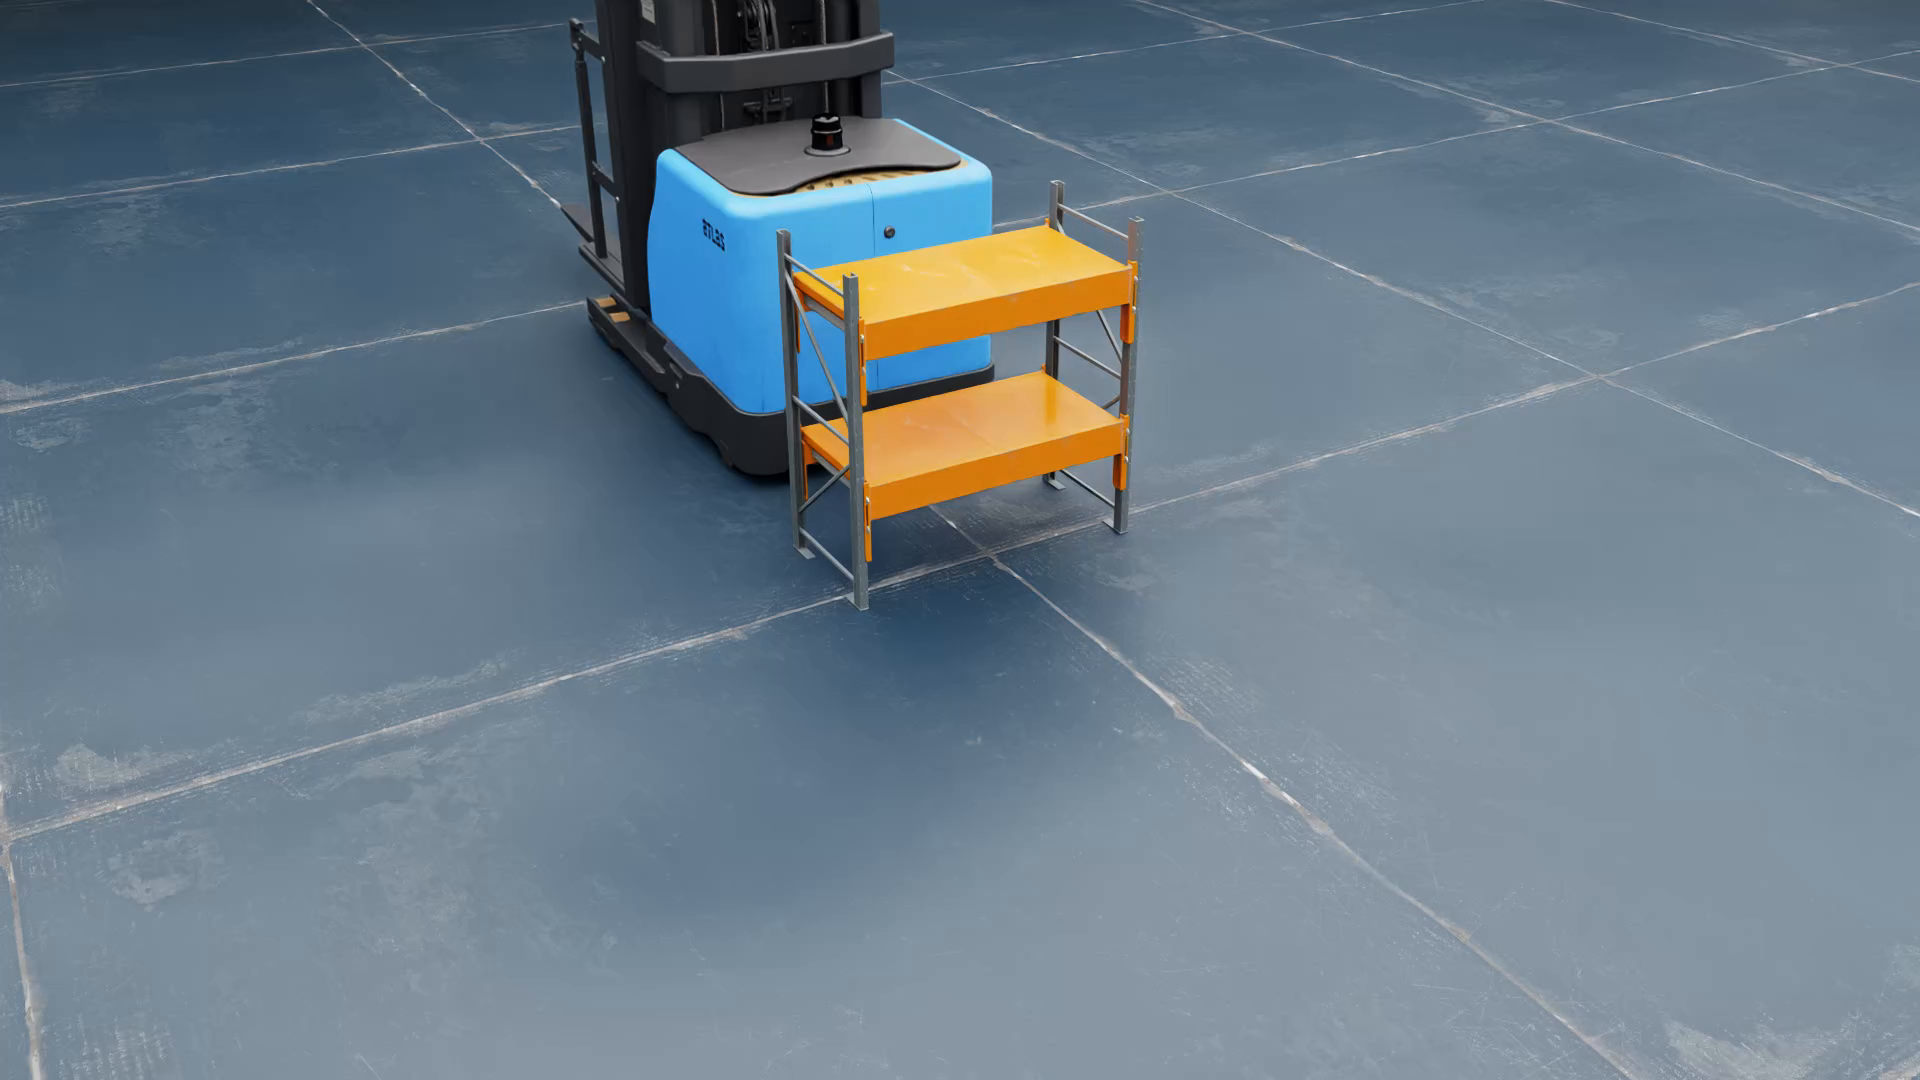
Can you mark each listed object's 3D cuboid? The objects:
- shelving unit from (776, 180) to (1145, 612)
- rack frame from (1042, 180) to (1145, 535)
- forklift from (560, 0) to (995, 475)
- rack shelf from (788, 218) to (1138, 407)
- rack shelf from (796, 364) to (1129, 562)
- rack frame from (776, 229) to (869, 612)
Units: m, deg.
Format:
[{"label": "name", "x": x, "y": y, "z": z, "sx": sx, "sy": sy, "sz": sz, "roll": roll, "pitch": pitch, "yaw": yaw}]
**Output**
[{"label": "shelving unit", "x": 0.006, "y": -0.494, "z": 5.481, "sx": 1.048, "sy": 1.125, "sz": 0.538, "roll": -16, "pitch": 33, "yaw": -26}, {"label": "rack frame", "x": 0.444, "y": -0.619, "z": 5.707, "sx": 0.032, "sy": 1.125, "sz": 0.500, "roll": -16, "pitch": 33, "yaw": -26}, {"label": "forklift", "x": -1.000, "y": -2.201, "z": 6.706, "sx": 1.130, "sy": 2.935, "sz": 3.031, "roll": -14, "pitch": 32, "yaw": -24}, {"label": "rack shelf", "x": 0.006, "y": -0.750, "z": 5.340, "sx": 1.000, "sy": 0.278, "sz": 0.538, "roll": -16, "pitch": 33, "yaw": -26}, {"label": "rack shelf", "x": 0.006, "y": -0.280, "z": 5.599, "sx": 1.000, "sy": 0.278, "sz": 0.538, "roll": -16, "pitch": 33, "yaw": -26}, {"label": "rack frame", "x": -0.432, "y": -0.370, "z": 5.256, "sx": 0.032, "sy": 1.125, "sz": 0.500, "roll": -16, "pitch": 33, "yaw": -26}]
